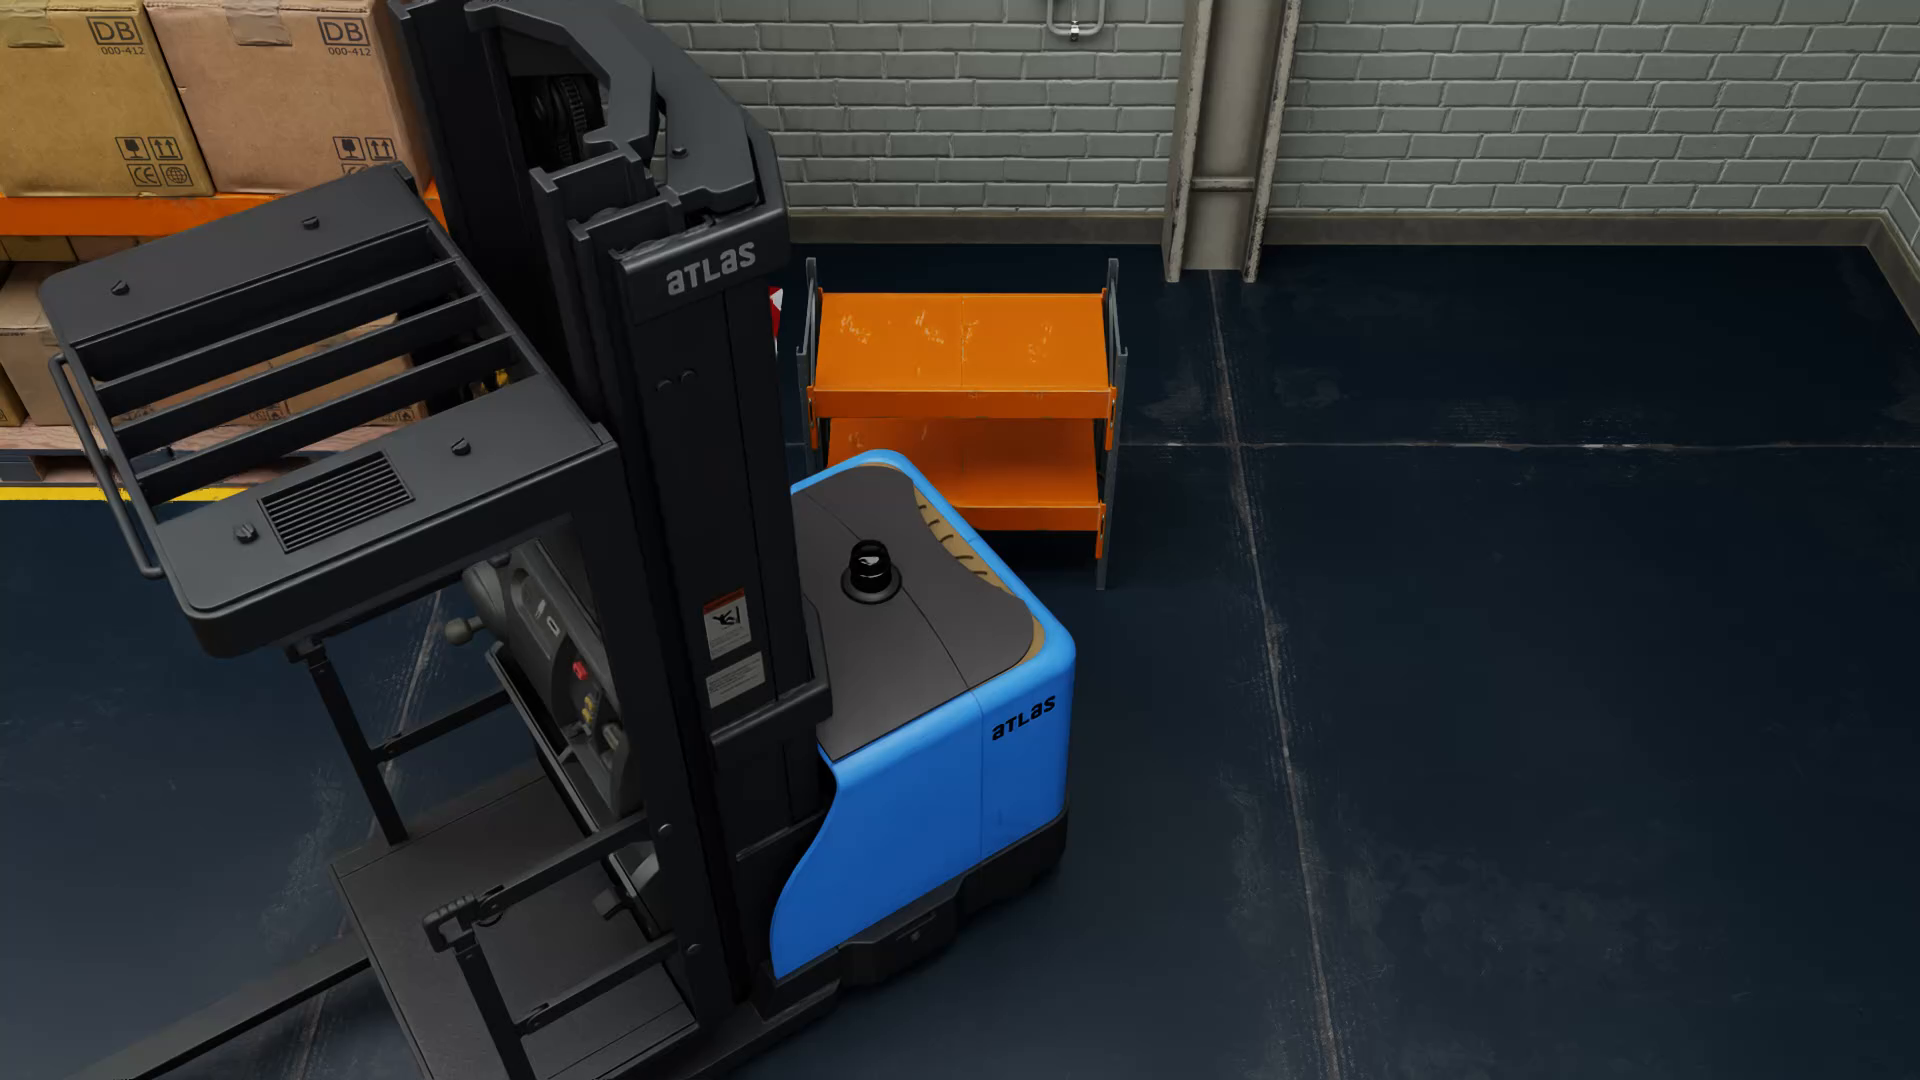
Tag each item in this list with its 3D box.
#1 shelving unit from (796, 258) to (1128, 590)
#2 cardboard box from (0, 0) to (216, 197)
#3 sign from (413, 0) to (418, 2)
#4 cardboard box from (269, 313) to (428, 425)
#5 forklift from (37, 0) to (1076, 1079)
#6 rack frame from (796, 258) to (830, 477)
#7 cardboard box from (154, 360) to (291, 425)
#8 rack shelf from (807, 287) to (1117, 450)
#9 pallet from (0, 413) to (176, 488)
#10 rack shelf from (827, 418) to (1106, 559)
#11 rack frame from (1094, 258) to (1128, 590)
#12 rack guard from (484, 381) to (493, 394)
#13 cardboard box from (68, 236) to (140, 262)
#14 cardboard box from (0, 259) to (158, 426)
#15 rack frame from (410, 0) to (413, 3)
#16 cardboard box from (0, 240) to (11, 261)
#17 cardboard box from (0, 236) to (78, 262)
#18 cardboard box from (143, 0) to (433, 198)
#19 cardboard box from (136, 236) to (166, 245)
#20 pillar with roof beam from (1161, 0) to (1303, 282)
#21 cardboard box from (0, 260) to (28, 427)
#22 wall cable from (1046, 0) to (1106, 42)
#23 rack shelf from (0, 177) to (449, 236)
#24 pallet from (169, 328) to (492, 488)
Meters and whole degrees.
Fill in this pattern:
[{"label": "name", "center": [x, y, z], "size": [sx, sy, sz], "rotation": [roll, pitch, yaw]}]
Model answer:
[{"label": "shelving unit", "center": [0.007, -0.383, 5.838], "size": [1.048, 1.125, 0.538], "rotation": [0, 47, 0]}, {"label": "cardboard box", "center": [-2.835, -1.732, 5.608], "size": [0.700, 0.700, 0.980], "rotation": [0, 47, 0]}, {"label": "sign", "center": [-1.613, -1.720, 4.849], "size": [0.005, 0.325, 0.100], "rotation": [0, 47, 0]}, {"label": "cardboard box", "center": [-2.298, -0.862, 6.424], "size": [0.500, 0.500, 0.700], "rotation": [0, 47, 0]}, {"label": "forklift", "center": [-1.175, 0.324, 3.946], "size": [3.031, 2.935, 1.130], "rotation": [-26, 52, -22]}, {"label": "rack frame", "center": [-0.502, -0.385, 5.840], "size": [0.032, 1.125, 0.500], "rotation": [0, 47, 0]}, {"label": "cardboard box", "center": [-2.798, -0.863, 6.425], "size": [0.500, 0.500, 0.700], "rotation": [0, 47, 0]}, {"label": "rack shelf", "center": [0.007, -0.583, 5.624], "size": [1.000, 0.278, 0.538], "rotation": [0, 47, 0]}, {"label": "pallet", "center": [-3.614, -0.642, 6.704], "size": [1.213, 0.211, 1.003], "rotation": [0, 47, 0]}, {"label": "rack shelf", "center": [0.007, -0.217, 6.017], "size": [1.000, 0.278, 0.538], "rotation": [0, 47, 0]}, {"label": "rack frame", "center": [0.515, -0.382, 5.837], "size": [0.032, 1.125, 0.500], "rotation": [0, 47, 0]}, {"label": "rack guard", "center": [-1.573, -0.790, 6.644], "size": [0.348, 0.500, 1.175], "rotation": [0, 47, 0]}, {"label": "cardboard box", "center": [-3.183, -1.231, 6.324], "size": [0.250, 0.149, 0.380], "rotation": [1, 47, 1]}, {"label": "cardboard box", "center": [-3.301, -0.864, 6.426], "size": [0.500, 0.500, 0.700], "rotation": [-1, 47, -1]}, {"label": "rack frame", "center": [-1.597, -1.642, 5.729], "size": [0.127, 3.000, 1.000], "rotation": [0, 47, 0]}, {"label": "cardboard box", "center": [-3.693, -1.232, 6.325], "size": [0.250, 0.149, 0.380], "rotation": [-1, 47, -1]}, {"label": "cardboard box", "center": [-3.440, -1.231, 6.325], "size": [0.250, 0.149, 0.380], "rotation": [1, 47, 1]}, {"label": "cardboard box", "center": [-2.107, -1.738, 5.614], "size": [0.700, 0.700, 0.980], "rotation": [2, 47, 2]}, {"label": "cardboard box", "center": [-2.929, -1.231, 6.324], "size": [0.250, 0.149, 0.380], "rotation": [1, 47, 0]}, {"label": "pillar with roof beam", "center": [1.090, -1.161, 1.183], "size": [0.400, 9.000, 9.100], "rotation": [0, 47, 0]}, {"label": "cardboard box", "center": [-3.834, -0.860, 6.422], "size": [0.500, 0.500, 0.700], "rotation": [1, 47, 1]}, {"label": "wall cable", "center": [-0.313, -2.677, 5.998], "size": [1.851, 1.984, 0.084], "rotation": [0, 47, 0]}, {"label": "rack shelf", "center": [-3.597, -1.402, 5.997], "size": [4.000, 0.370, 1.077], "rotation": [0, 47, 0]}, {"label": "pallet", "center": [-2.397, -0.637, 6.699], "size": [1.213, 0.211, 1.003], "rotation": [0, 47, 0]}]
